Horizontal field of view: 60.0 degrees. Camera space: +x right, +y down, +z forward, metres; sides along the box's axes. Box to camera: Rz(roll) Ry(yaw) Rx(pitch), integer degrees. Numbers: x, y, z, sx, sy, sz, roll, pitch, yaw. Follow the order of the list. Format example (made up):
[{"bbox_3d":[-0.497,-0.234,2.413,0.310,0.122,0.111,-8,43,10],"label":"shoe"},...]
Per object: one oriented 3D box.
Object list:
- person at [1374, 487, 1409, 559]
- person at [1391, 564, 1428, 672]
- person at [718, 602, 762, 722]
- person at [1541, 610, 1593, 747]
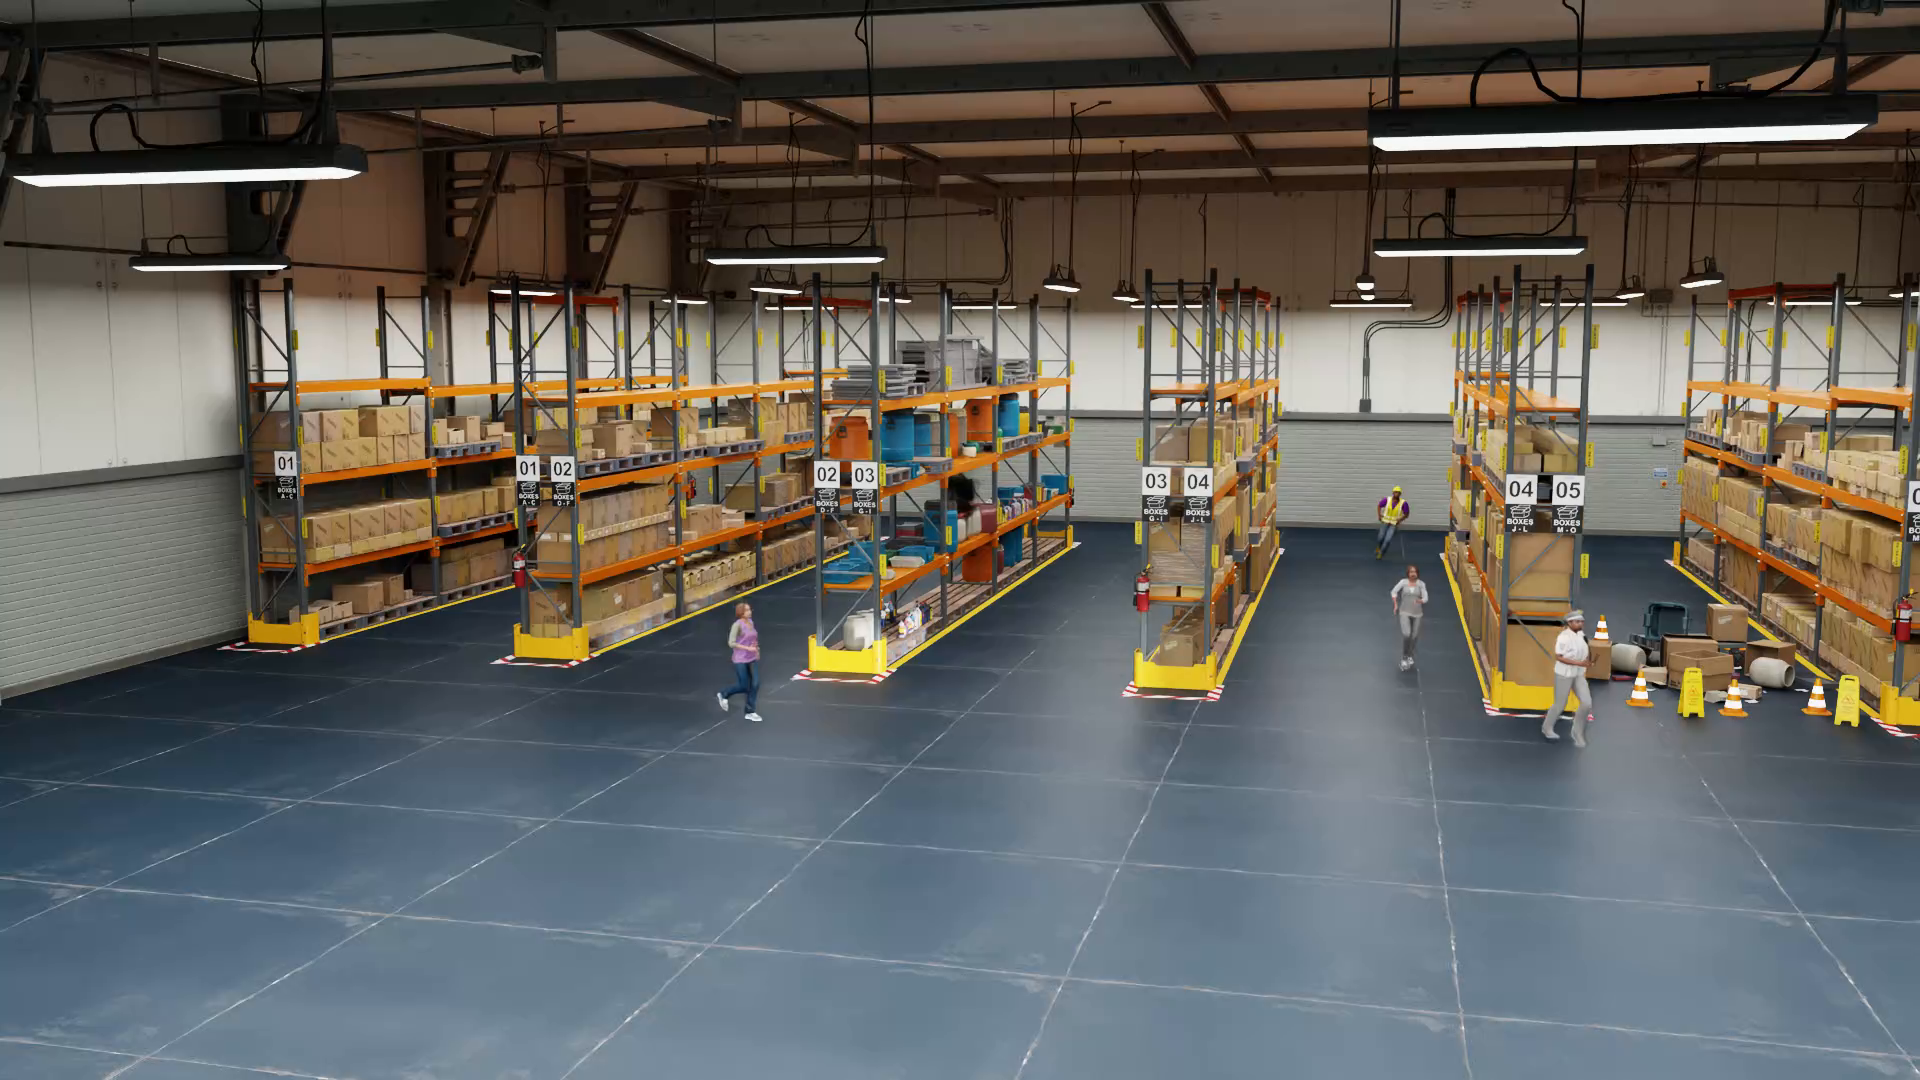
[{"bbox_3d":[9.897,-0.391,38.130,0.768,1.695,0.597,2,7,20],"label":"person"},{"bbox_3d":[6.854,1.180,25.322,0.503,1.627,0.684,0,7,4],"label":"person"},{"bbox_3d":[-2.891,1.597,21.990,0.687,1.562,0.549,4,8,29],"label":"person"},{"bbox_3d":[7.584,1.720,20.625,0.593,1.766,0.735,-3,8,-26],"label":"person"}]
